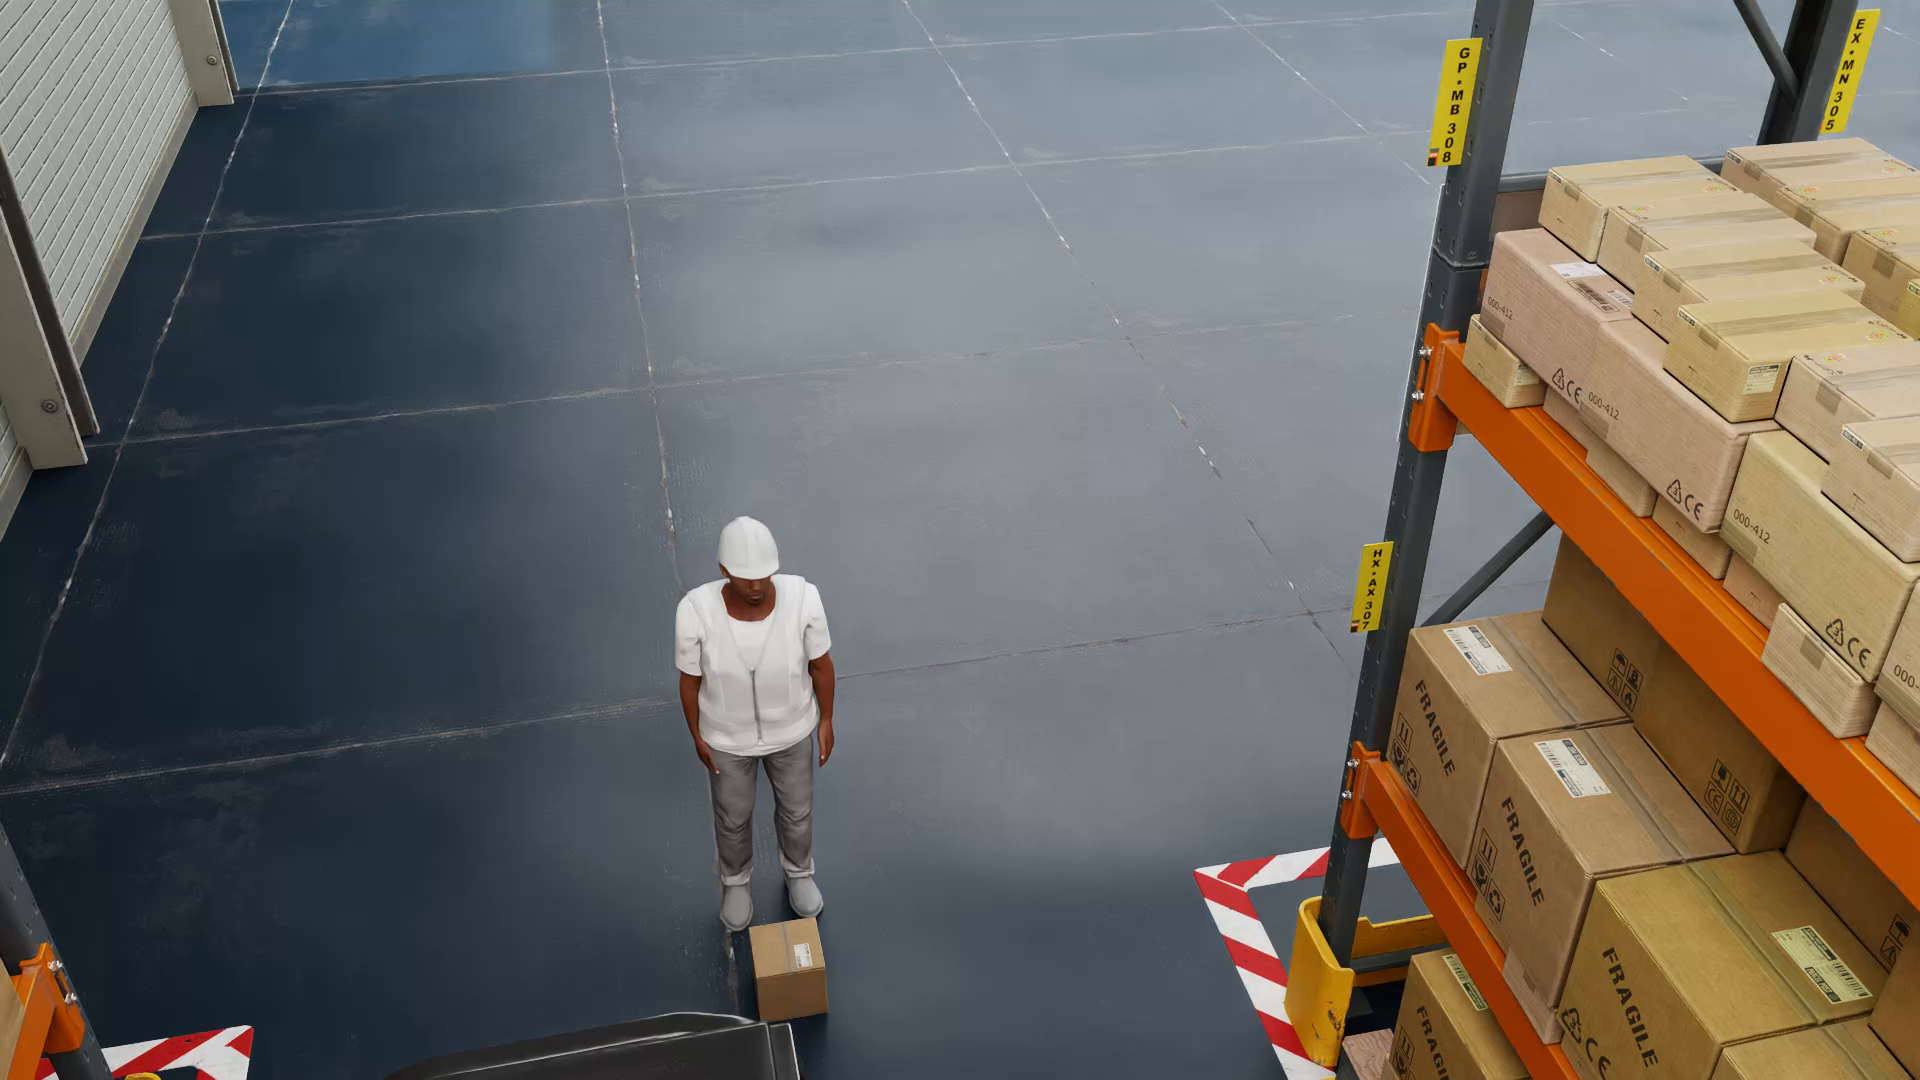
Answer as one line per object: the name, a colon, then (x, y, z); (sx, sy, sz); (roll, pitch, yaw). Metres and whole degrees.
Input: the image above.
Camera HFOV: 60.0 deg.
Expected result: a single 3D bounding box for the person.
person: (-0.731, 0.687, 6.117); (0.563, 1.767, 0.351); (-7, 35, -10)
